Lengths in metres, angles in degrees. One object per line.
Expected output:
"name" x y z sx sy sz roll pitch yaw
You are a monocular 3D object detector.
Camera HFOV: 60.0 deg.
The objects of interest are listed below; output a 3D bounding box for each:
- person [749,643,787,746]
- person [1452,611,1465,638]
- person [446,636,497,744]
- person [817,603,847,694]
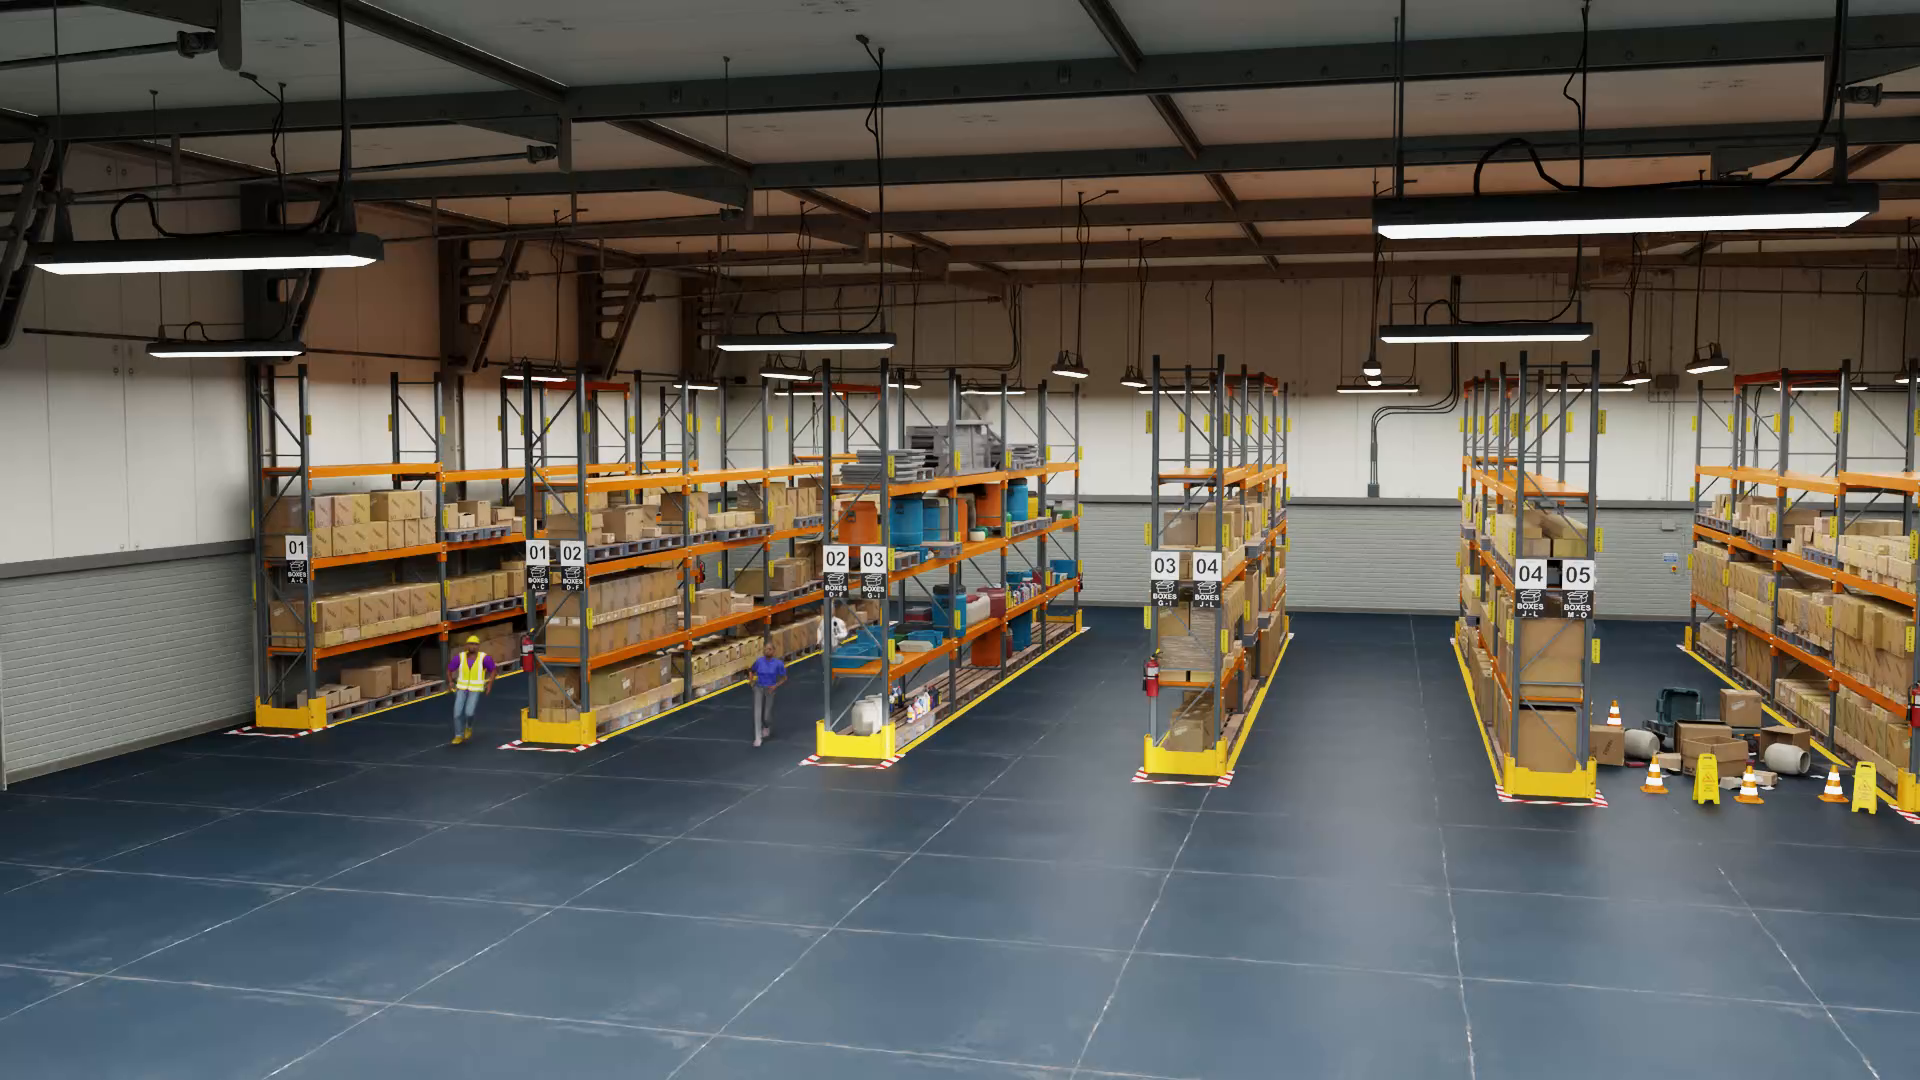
"person" -3.027 2.415 26.197 0.614 1.616 0.636 1 4 8
"person" 12.032 1.439 39.041 0.819 1.786 0.702 0 4 -5
"person" -7.694 2.353 26.095 0.760 1.704 0.524 0 4 -6
"person" -2.417 2.003 31.232 0.624 1.669 0.875 1 4 9
